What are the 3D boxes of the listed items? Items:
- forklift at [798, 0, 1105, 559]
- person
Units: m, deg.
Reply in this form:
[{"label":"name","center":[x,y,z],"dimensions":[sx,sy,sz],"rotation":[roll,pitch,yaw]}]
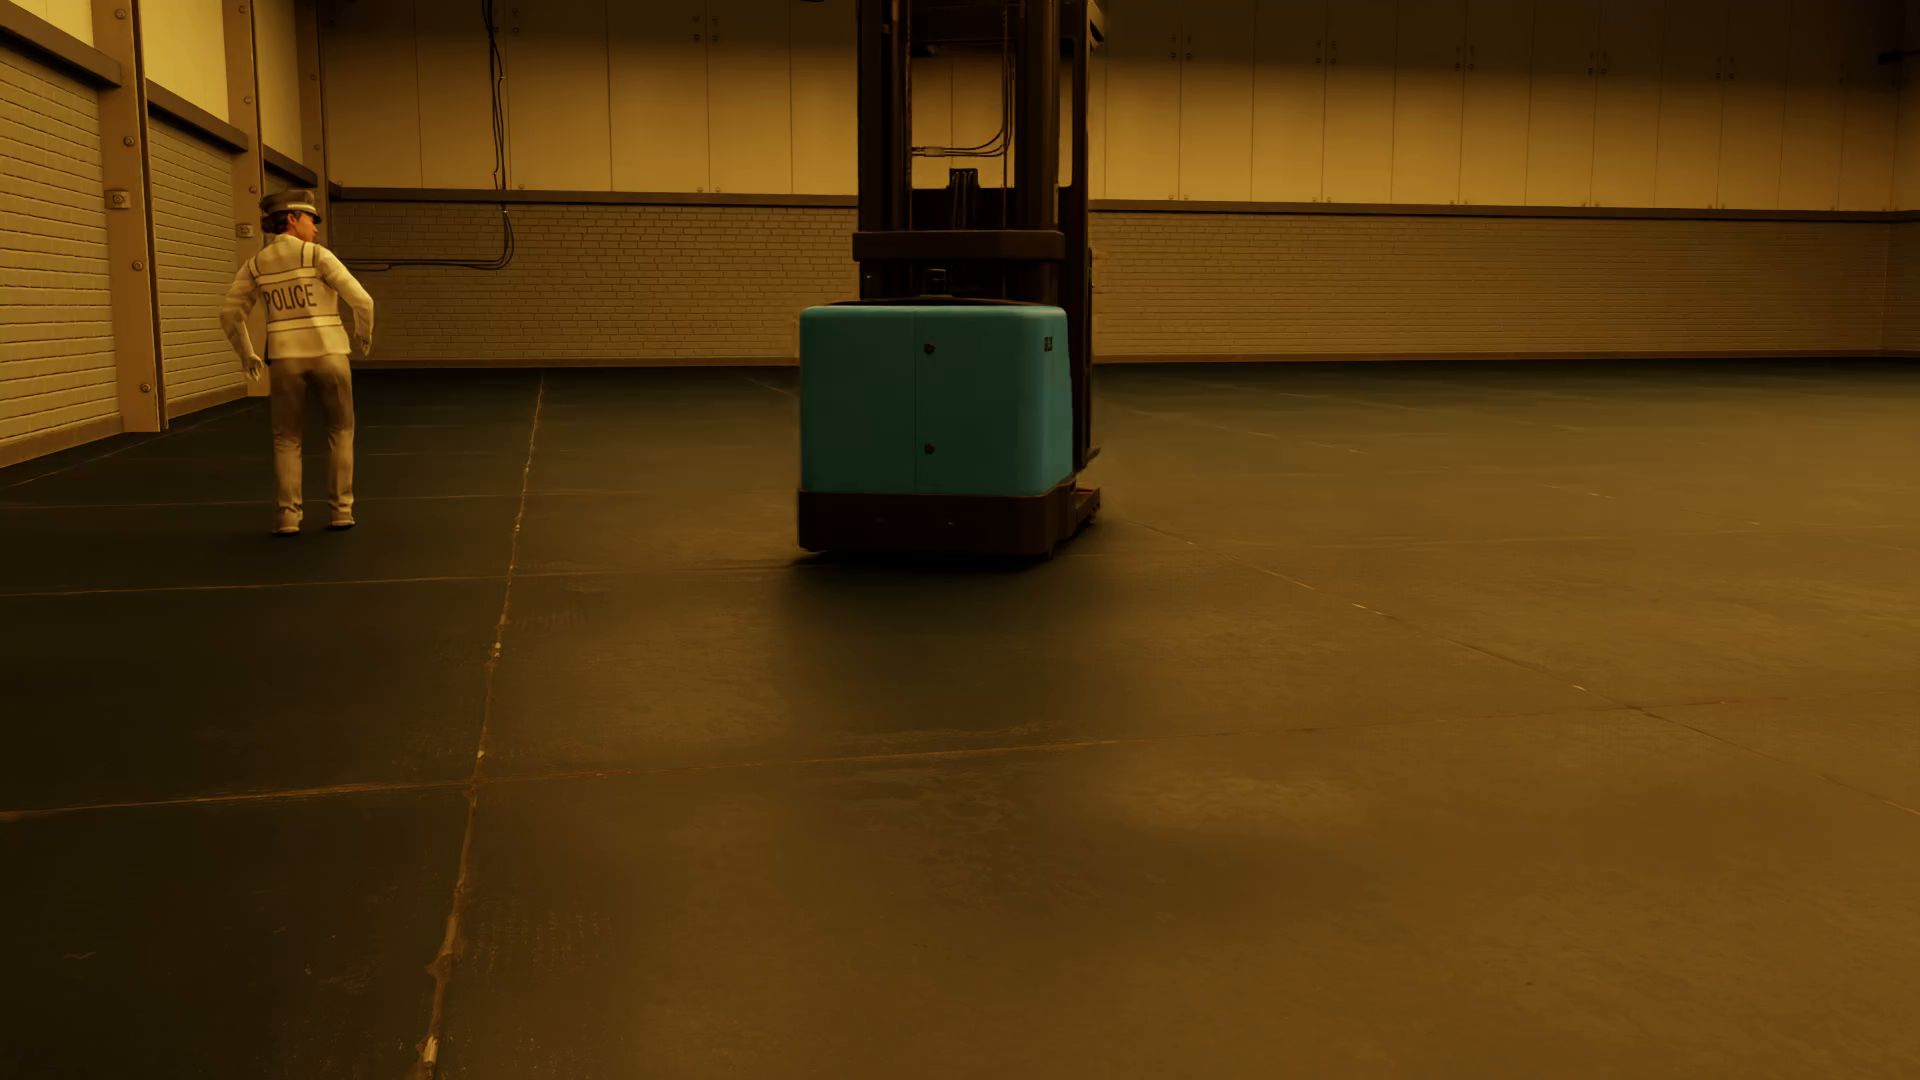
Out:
[{"label":"forklift","center":[0.105,-1.536,8.104],"dimensions":[1.130,2.935,3.031],"rotation":[2,8,11]},{"label":"person","center":[-3.141,-0.838,7.934],"dimensions":[0.720,1.627,0.483],"rotation":[-1,8,-8]}]
